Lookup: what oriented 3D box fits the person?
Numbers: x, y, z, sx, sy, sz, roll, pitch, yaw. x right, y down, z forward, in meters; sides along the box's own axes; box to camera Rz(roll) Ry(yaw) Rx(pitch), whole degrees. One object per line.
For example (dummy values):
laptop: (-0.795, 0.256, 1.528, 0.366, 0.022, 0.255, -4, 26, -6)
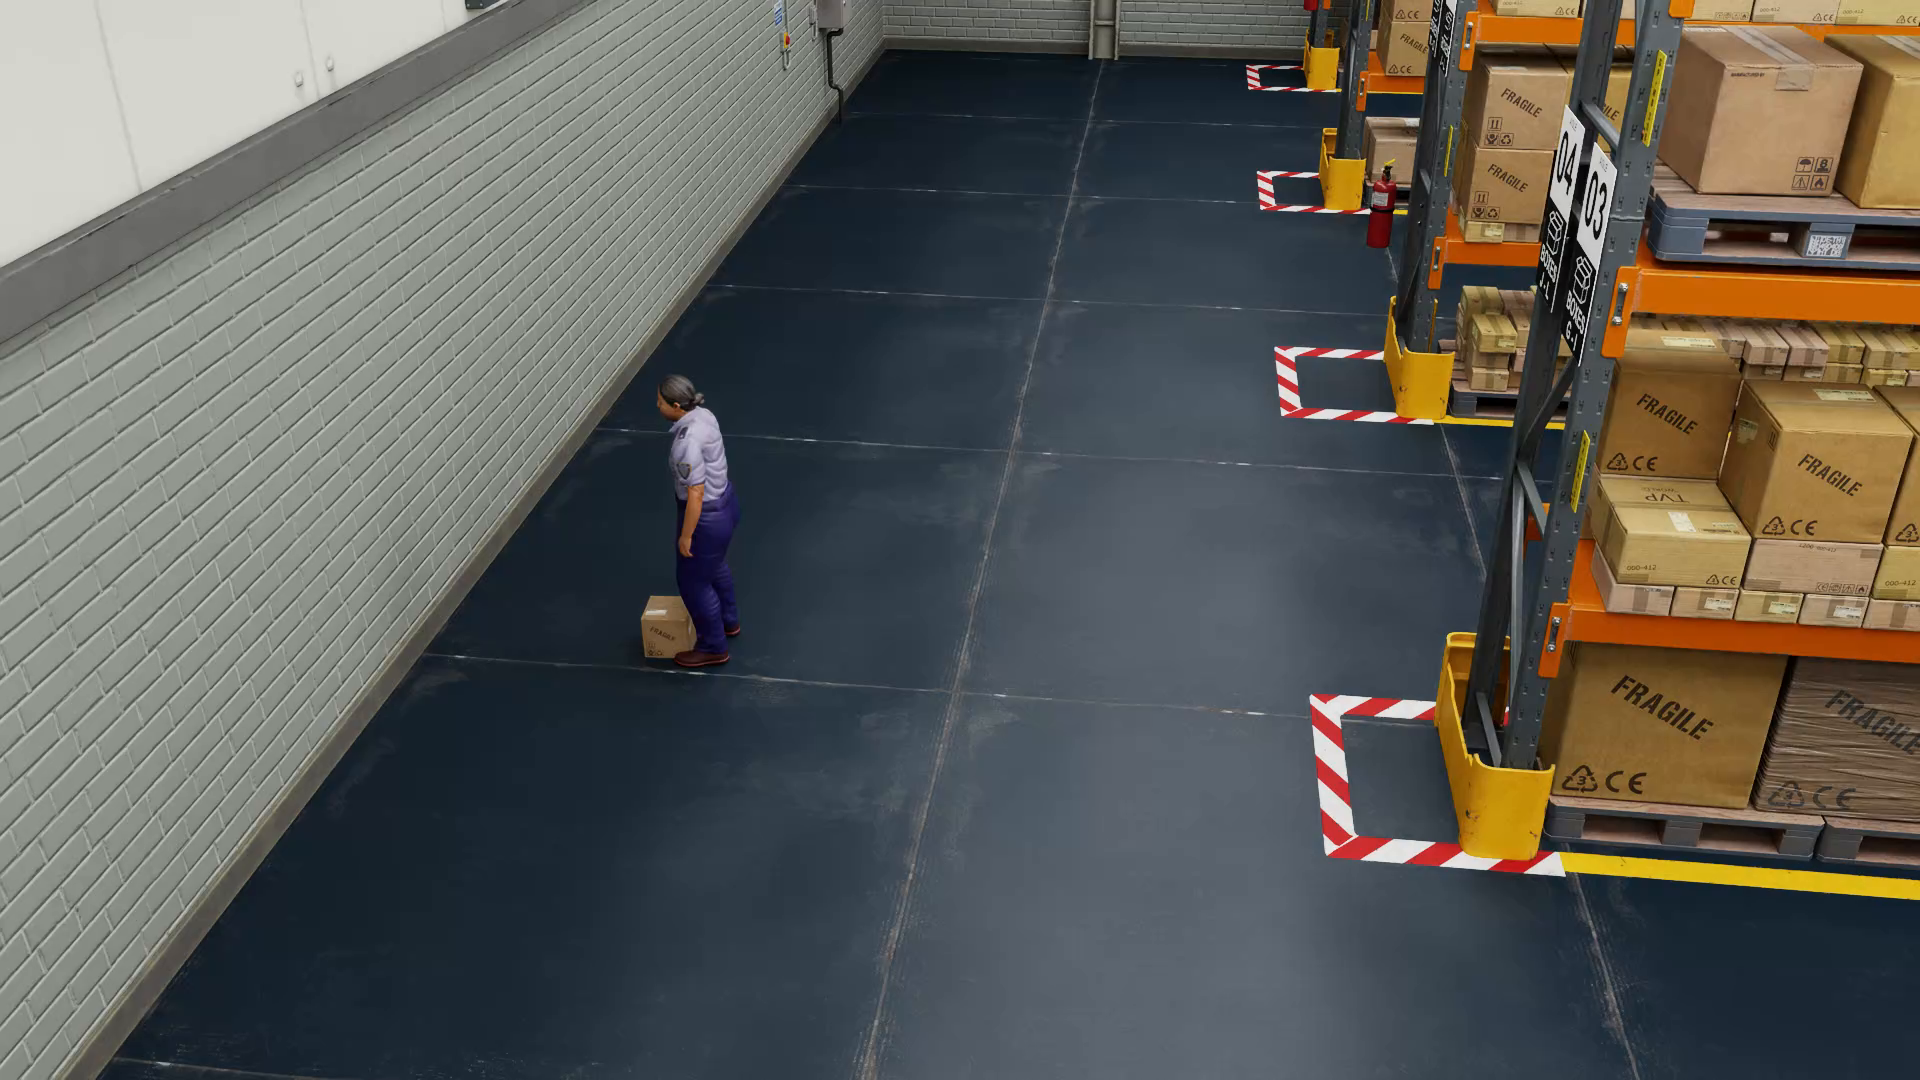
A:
person: (-1.371, -0.121, 8.854, 0.367, 1.651, 0.547, 3, 29, 6)
